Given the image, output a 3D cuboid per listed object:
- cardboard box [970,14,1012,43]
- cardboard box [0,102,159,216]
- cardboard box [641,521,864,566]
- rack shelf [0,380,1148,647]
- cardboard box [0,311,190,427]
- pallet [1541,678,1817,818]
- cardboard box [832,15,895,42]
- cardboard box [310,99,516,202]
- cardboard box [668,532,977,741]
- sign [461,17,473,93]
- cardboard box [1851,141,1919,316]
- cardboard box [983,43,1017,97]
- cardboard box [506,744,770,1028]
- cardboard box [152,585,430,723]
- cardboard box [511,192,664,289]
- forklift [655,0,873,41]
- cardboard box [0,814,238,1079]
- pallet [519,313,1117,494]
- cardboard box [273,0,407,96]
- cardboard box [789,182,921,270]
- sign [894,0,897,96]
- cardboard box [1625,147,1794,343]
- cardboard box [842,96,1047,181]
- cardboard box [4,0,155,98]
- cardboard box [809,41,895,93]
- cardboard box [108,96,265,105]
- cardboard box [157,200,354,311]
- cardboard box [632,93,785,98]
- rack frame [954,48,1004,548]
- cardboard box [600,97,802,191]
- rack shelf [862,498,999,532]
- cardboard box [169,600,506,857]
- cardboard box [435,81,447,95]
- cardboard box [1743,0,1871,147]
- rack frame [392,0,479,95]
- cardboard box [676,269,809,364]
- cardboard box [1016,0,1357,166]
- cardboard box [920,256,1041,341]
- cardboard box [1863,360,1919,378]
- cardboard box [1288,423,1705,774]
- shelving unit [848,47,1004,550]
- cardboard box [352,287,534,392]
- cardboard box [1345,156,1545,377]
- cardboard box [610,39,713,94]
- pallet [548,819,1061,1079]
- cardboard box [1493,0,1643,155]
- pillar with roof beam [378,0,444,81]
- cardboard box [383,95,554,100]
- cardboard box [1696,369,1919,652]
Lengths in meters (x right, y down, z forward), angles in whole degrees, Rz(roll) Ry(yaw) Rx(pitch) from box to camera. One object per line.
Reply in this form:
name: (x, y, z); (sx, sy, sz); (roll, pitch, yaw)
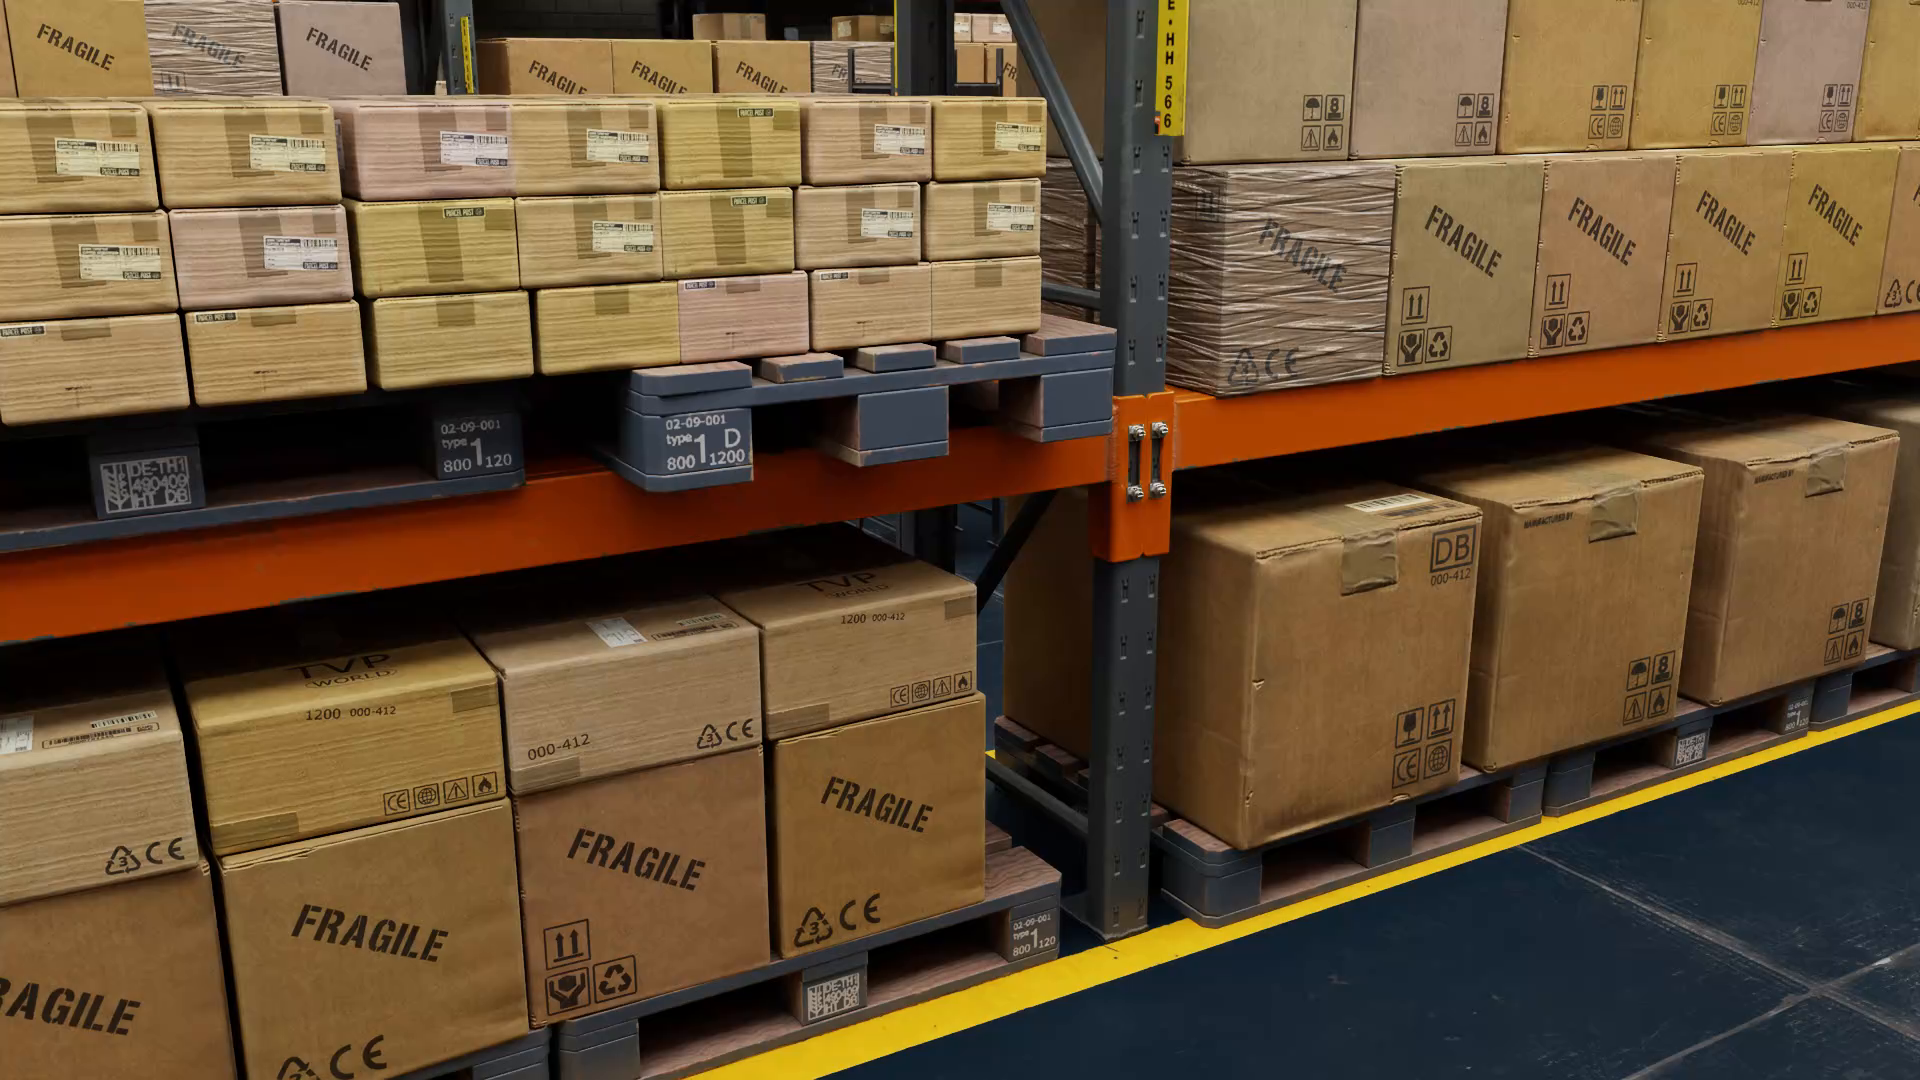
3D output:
cardboard box: (0.075, -2.781, 9.057); (0.250, 0.149, 0.380); (-10, 18, -31)
cardboard box: (-1.372, -0.581, 2.512); (0.250, 0.149, 0.380); (-9, 18, -28)
cardboard box: (-0.570, 0.077, 4.042); (0.500, 0.250, 0.500); (-10, 19, -32)
rack shelf: (-1.569, 0.021, 3.109); (4.000, 0.370, 1.077); (-9, 18, -30)
cardboard box: (-1.375, -0.294, 2.588); (0.250, 0.149, 0.380); (-10, 19, -32)
pallet: (1.905, 0.479, 5.310); (1.213, 0.211, 1.003); (-9, 18, -30)
cardboard box: (-0.525, -2.838, 9.260); (0.250, 0.149, 0.380); (-8, 18, -27)
cardboard box: (-0.916, -0.656, 2.777); (0.250, 0.149, 0.380); (-9, 18, -30)
cardboard box: (-0.306, 0.193, 3.628); (0.500, 0.250, 0.500); (-10, 18, -31)
sign: (-2.202, -2.164, 7.427); (0.005, 0.325, 0.100); (-9, 18, -30)
cardboard box: (2.831, -1.003, 5.244); (0.500, 0.500, 0.500); (-9, 18, -30)
cardboard box: (0.236, -2.497, 9.247); (0.500, 0.500, 0.500); (-9, 18, -29)
cardboard box: (-0.731, 0.622, 3.488); (0.500, 0.500, 0.500); (-8, 18, -27)
cardboard box: (-1.436, 0.213, 3.555); (0.500, 0.250, 0.500); (-9, 18, -29)
cardboard box: (-0.710, -0.544, 2.930); (0.250, 0.149, 0.380); (-9, 18, -30)
forklift: (-1.232, -2.656, 11.453); (3.031, 2.935, 1.130); (-9, 18, -30)
cardboard box: (-1.619, 0.763, 2.983); (0.500, 0.500, 0.500); (-9, 18, -29)
pallet: (-0.411, -0.387, 3.589); (1.003, 0.211, 1.213); (-9, 18, -30)
cardboard box: (-2.799, -2.132, 7.419); (0.500, 0.500, 0.500); (-10, 18, -31)
cardboard box: (-0.271, -0.616, 3.187); (0.250, 0.149, 0.380); (-8, 18, -28)
sign: (-0.143, -1.289, 4.304); (0.005, 0.325, 0.100); (-9, 18, -30)
cardboard box: (1.964, -0.861, 4.740); (0.500, 0.500, 0.500); (-9, 18, -30)
cardboard box: (-0.039, -0.797, 3.280); (0.250, 0.149, 0.380); (-10, 19, -32)
cardboard box: (-3.664, -1.991, 6.917); (0.500, 0.500, 0.500); (-9, 18, -30)
cardboard box: (-0.658, -2.354, 8.736); (0.500, 0.500, 0.500); (-10, 19, -32)
cardboard box: (-1.476, -0.768, 3.179); (0.250, 0.149, 0.380); (-9, 18, -28)
cardboard box: (-1.148, -0.474, 2.679); (0.250, 0.149, 0.380); (-9, 18, -28)
cardboard box: (-0.579, -0.913, 3.696); (0.250, 0.149, 0.380); (-10, 18, -31)
rack frame: (0.067, -1.022, 7.165); (0.015, 2.100, 0.400); (-9, 18, -30)
cardboard box: (-0.480, -0.726, 3.027); (0.250, 0.149, 0.380); (-9, 18, -28)
rack shelf: (-0.142, -0.301, 7.237); (0.480, 0.518, 0.431); (-9, 18, -30)
cardboard box: (-1.177, 0.333, 3.130); (0.500, 0.250, 0.500); (-9, 18, -28)
cardboard box: (-3.972, -3.337, 12.371); (0.250, 0.149, 0.380); (-9, 18, -29)
cardboard box: (2.278, -1.476, 5.081); (0.500, 0.500, 0.700); (-9, 18, -29)
rack frame: (-2.490, -1.734, 8.040); (0.127, 3.000, 1.000); (-9, 18, -30)
cardboard box: (-0.475, -0.440, 3.108); (0.250, 0.149, 0.380); (-9, 18, -29)
cardboard box: (0.535, -1.193, 4.070); (0.500, 0.500, 0.700); (-9, 18, -30)
cardboard box: (-0.041, -0.509, 3.357); (0.250, 0.149, 0.380); (-9, 18, -29)
cardboard box: (4.149, -0.410, 6.472); (0.875, 0.875, 0.875); (-9, 18, -29)
cardboard box: (1.461, 0.092, 4.915); (0.750, 0.750, 1.050); (-9, 18, -29)
shelving unit: (-0.142, -0.988, 7.044); (0.503, 2.100, 0.431); (-9, 18, -30)
cardboard box: (-0.920, -0.368, 2.852); (0.250, 0.149, 0.380); (-10, 19, -32)
cardboard box: (1.104, -0.723, 4.245); (0.500, 0.500, 0.500); (-9, 18, -30)
cardboard box: (-1.543, -2.211, 8.226); (0.500, 0.500, 0.500); (-8, 18, -27)
pallet: (-0.525, 0.848, 3.994); (1.213, 0.211, 1.003); (-9, 18, -30)
cardboard box: (1.407, -1.335, 4.578); (0.500, 0.500, 0.700); (-10, 18, -31)
pillar with roof beam: (-2.180, -5.165, 9.162); (0.400, 9.000, 9.100); (-9, 18, -30)
cardboard box: (-1.019, -0.844, 3.447); (0.250, 0.149, 0.380); (-10, 19, -32)
cardboard box: (3.088, -0.171, 5.853); (0.750, 0.750, 1.050); (-9, 18, -30)
